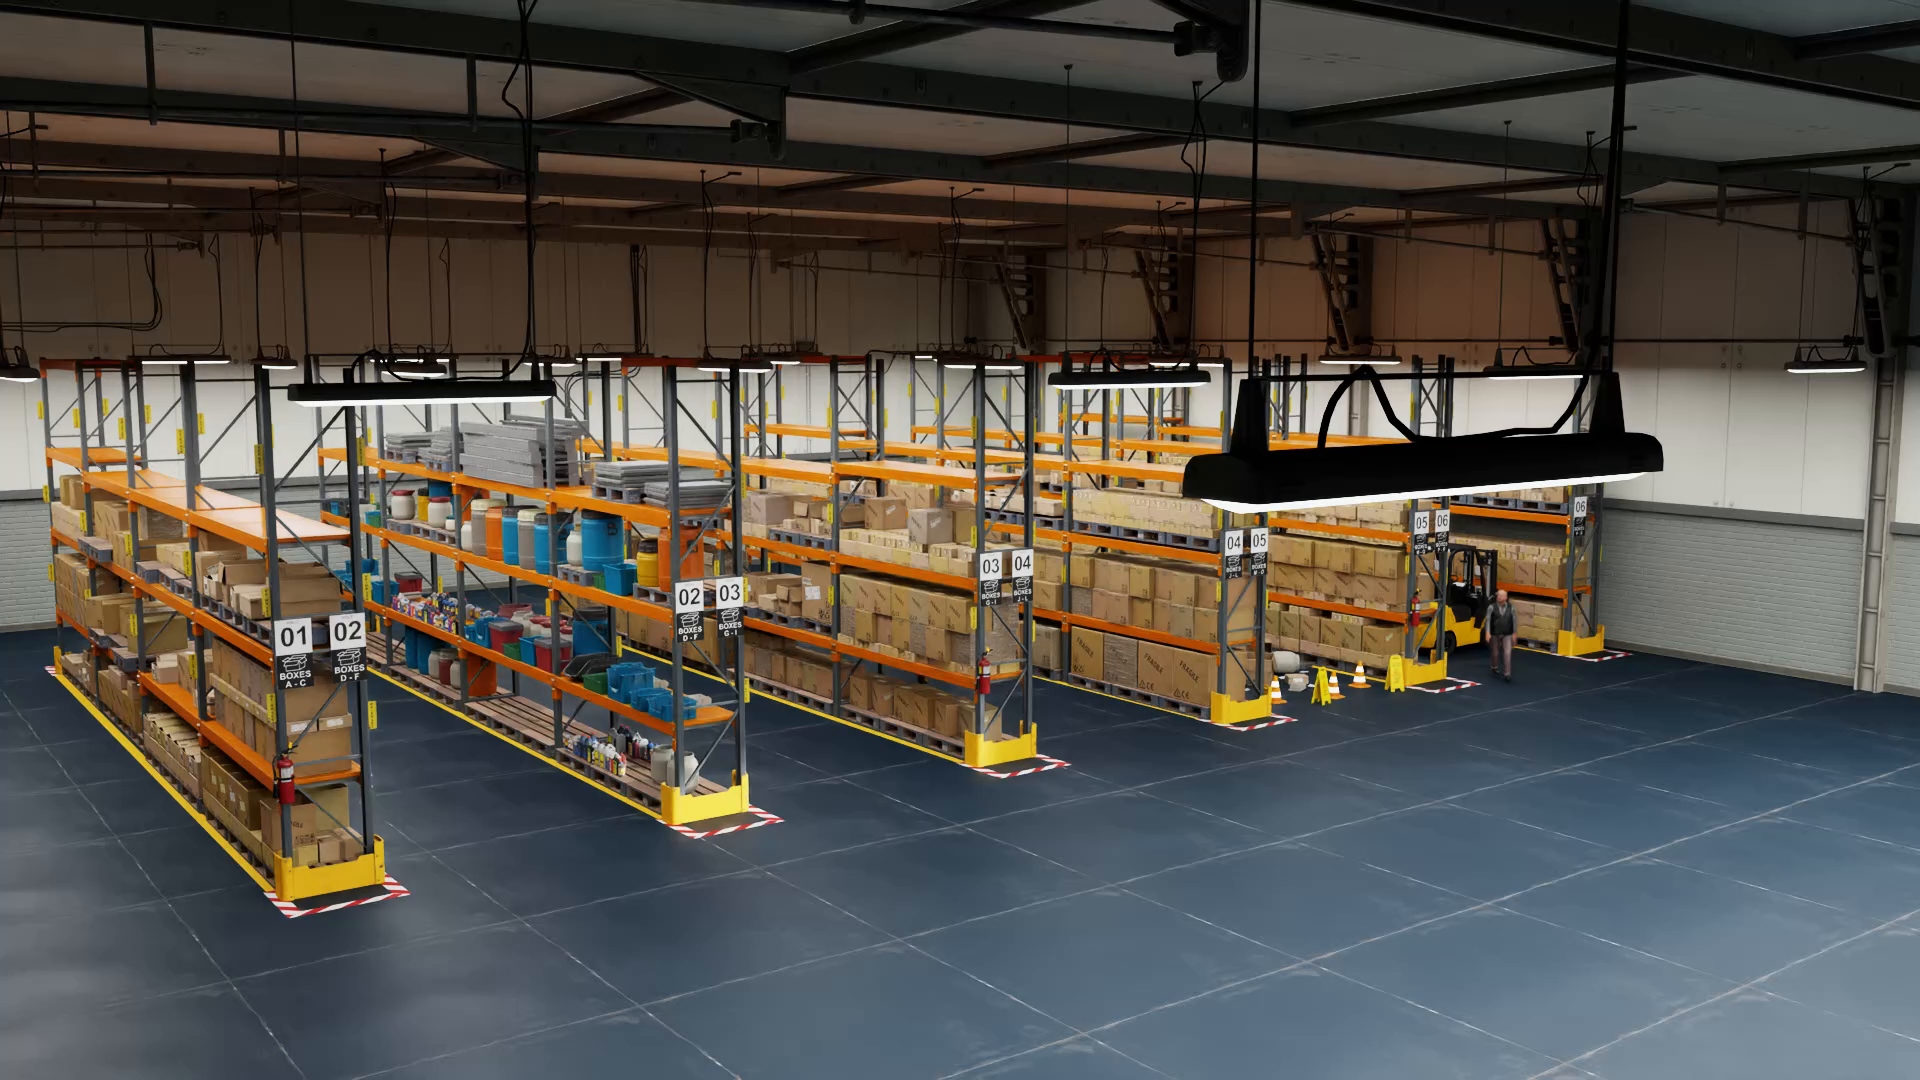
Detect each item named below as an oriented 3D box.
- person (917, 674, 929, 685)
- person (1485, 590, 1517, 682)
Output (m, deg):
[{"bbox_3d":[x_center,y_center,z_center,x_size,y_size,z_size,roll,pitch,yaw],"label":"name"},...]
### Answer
[{"bbox_3d":[-0.608,1.896,30.043,0.691,1.690,0.602,-3,8,-26],"label":"person"},{"bbox_3d":[10.094,1.774,31.006,0.583,1.682,0.995,1,7,11],"label":"person"}]
